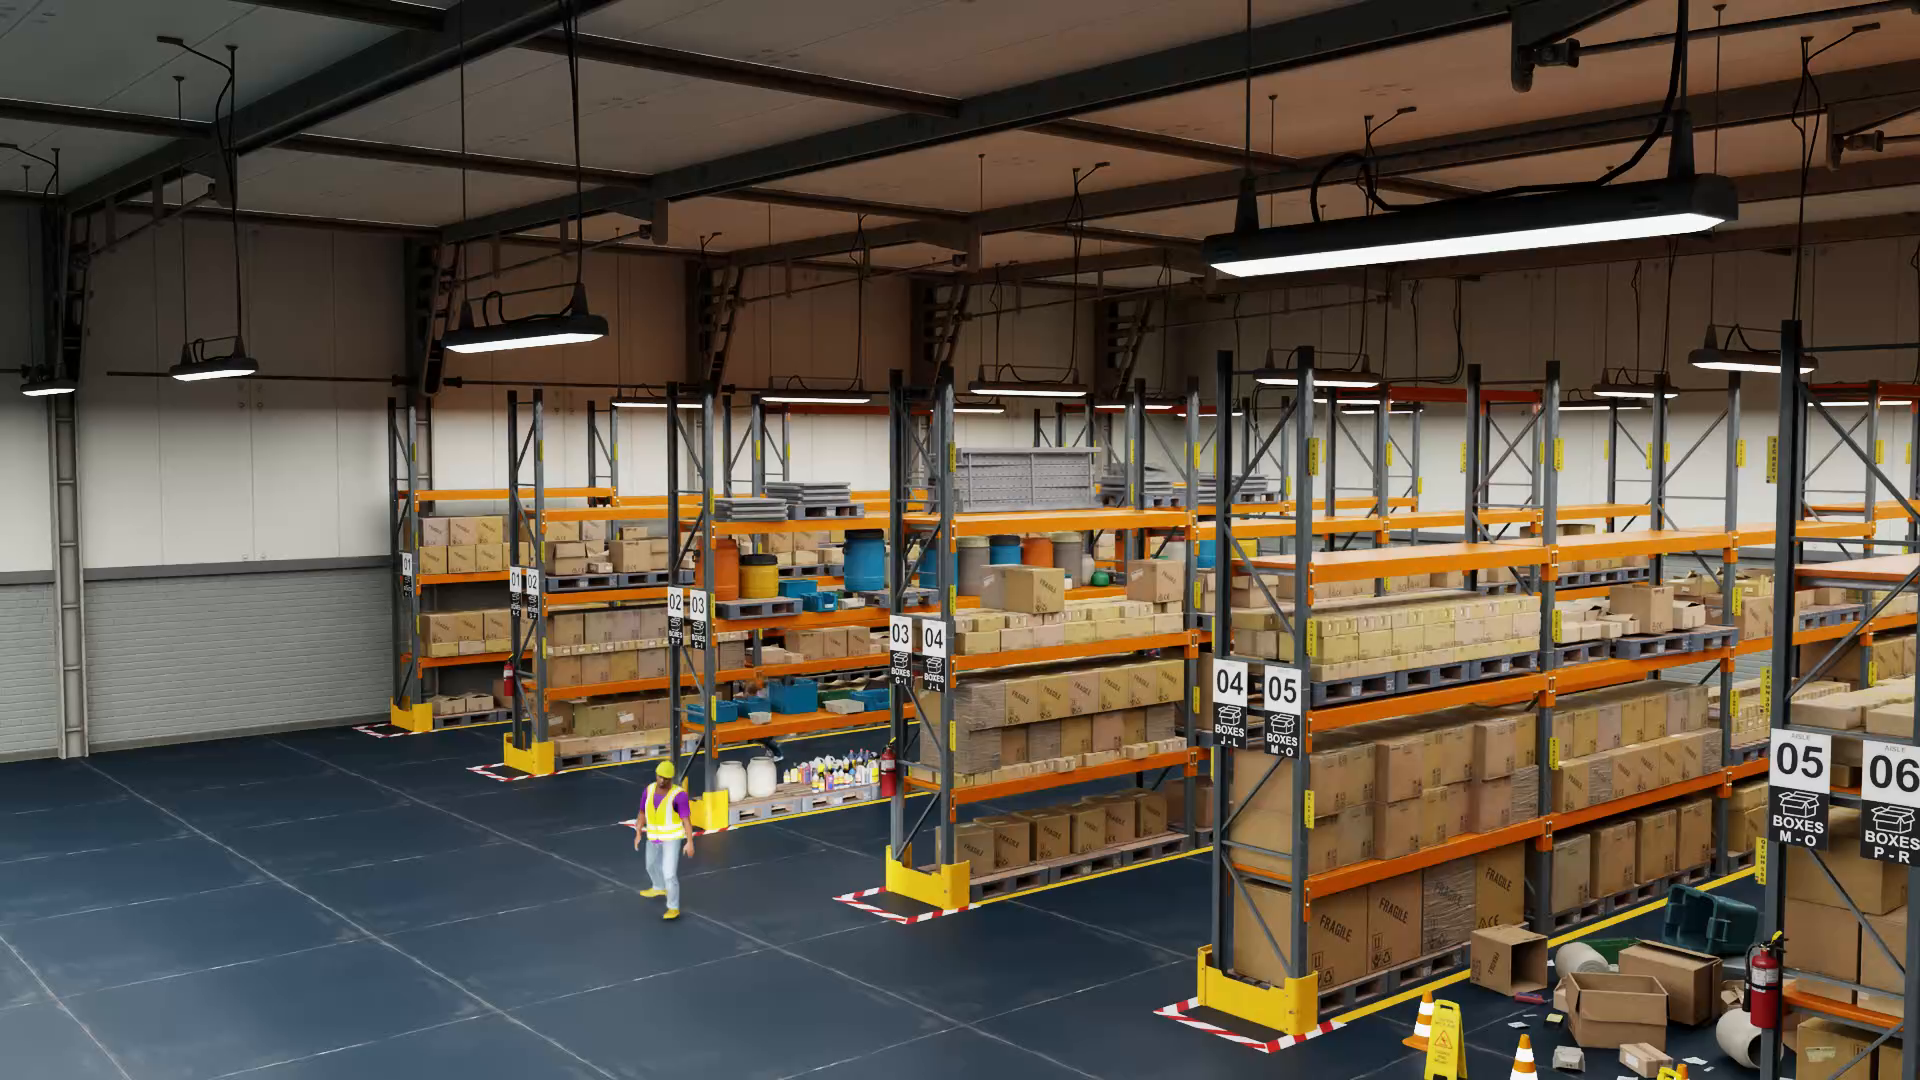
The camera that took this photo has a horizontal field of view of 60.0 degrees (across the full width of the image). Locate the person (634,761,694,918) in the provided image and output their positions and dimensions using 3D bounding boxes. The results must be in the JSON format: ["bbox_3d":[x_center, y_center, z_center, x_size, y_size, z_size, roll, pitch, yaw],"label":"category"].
[{"bbox_3d":[-3.288,3.242,18.346,0.854,1.704,0.718,2,4,25],"label":"person"}]

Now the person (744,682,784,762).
[{"bbox_3d":[-3.168,2.949,26.619,0.919,1.299,0.552,-3,4,-40],"label":"person"}]
